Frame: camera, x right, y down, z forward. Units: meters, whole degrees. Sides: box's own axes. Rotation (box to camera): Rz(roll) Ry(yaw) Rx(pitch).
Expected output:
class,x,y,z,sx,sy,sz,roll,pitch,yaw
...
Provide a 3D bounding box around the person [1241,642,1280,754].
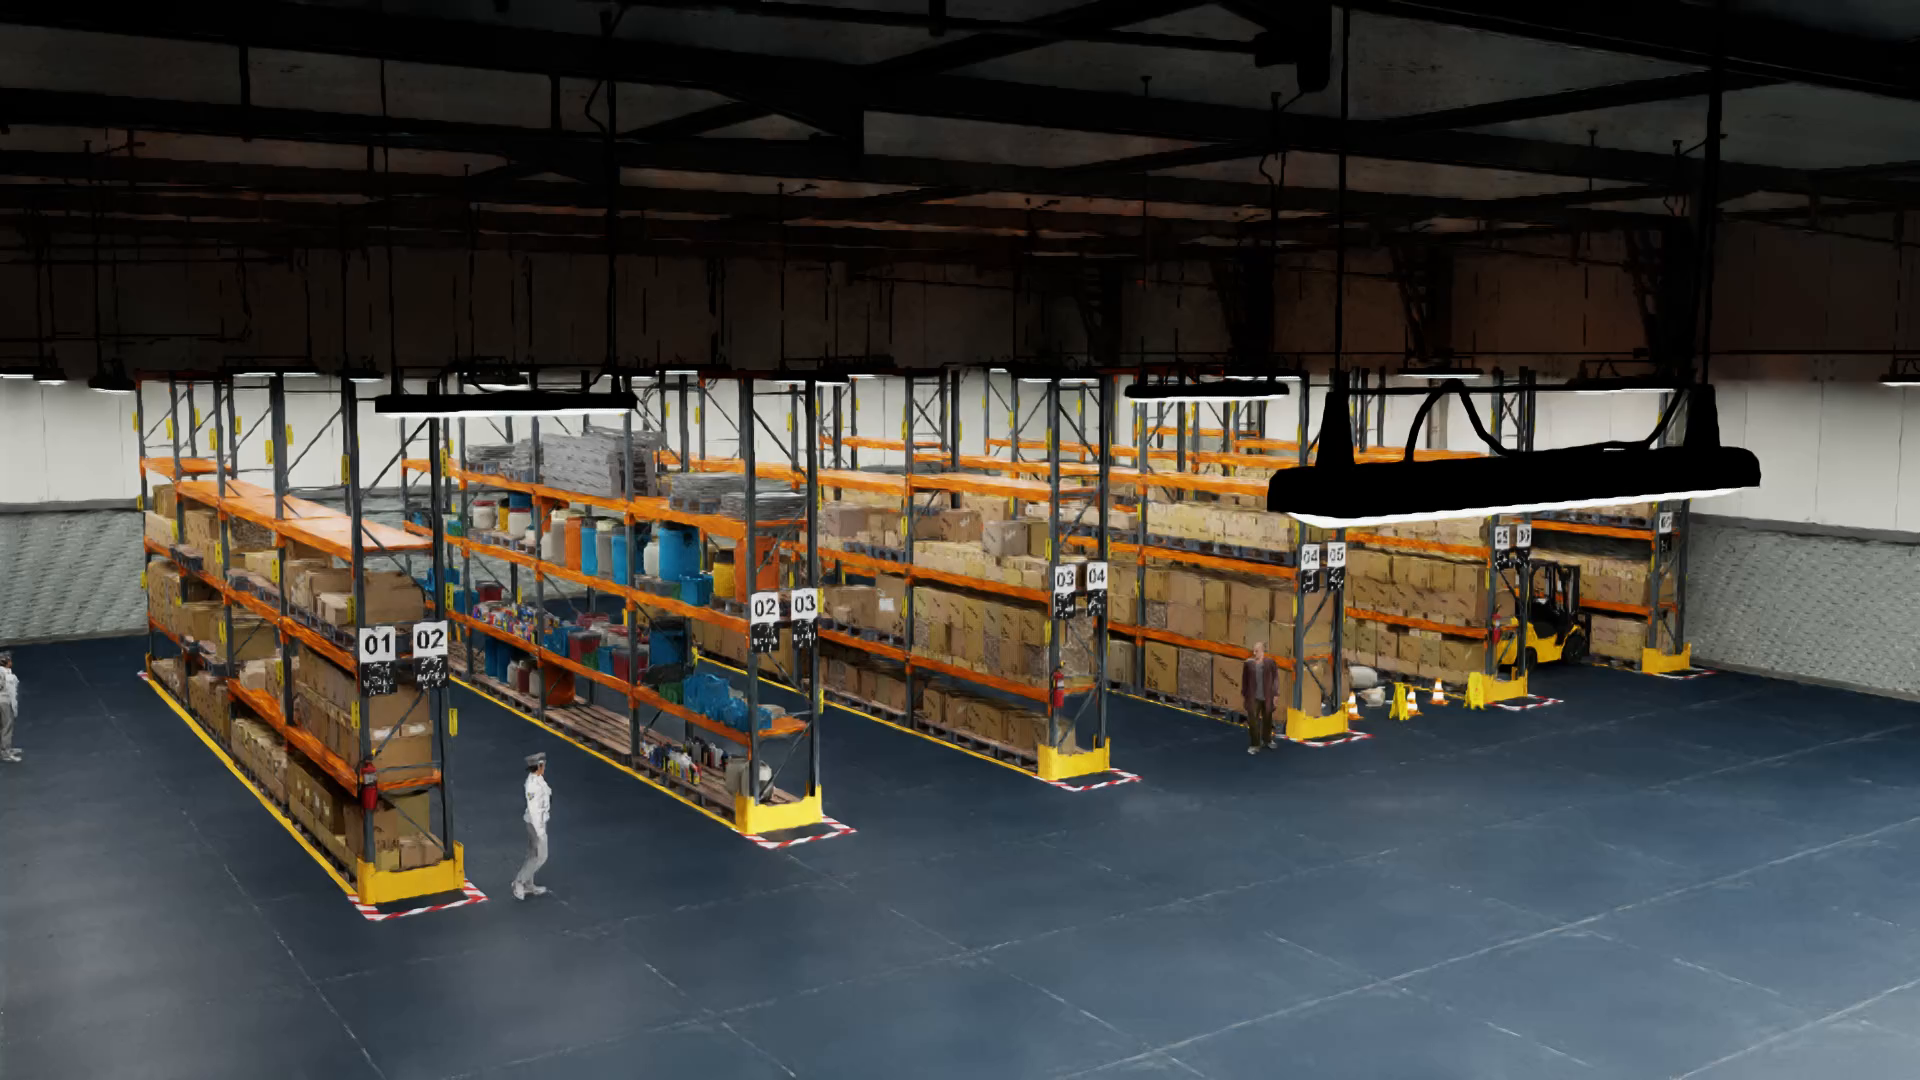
class,x,y,z,sx,sy,sz,roll,pitch,yaw
person,4.774,2.479,26.421,0.607,1.769,0.656,1,7,13

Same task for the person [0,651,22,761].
class,x,y,z,sx,sy,sz,roll,pitch,yaw
person,-14.803,2.566,25.888,0.554,1.683,0.427,5,8,36

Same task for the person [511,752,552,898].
class,x,y,z,sx,sy,sz,roll,pitch,yaw
person,-4.975,3.318,19.349,0.423,1.659,0.642,-1,6,-7
